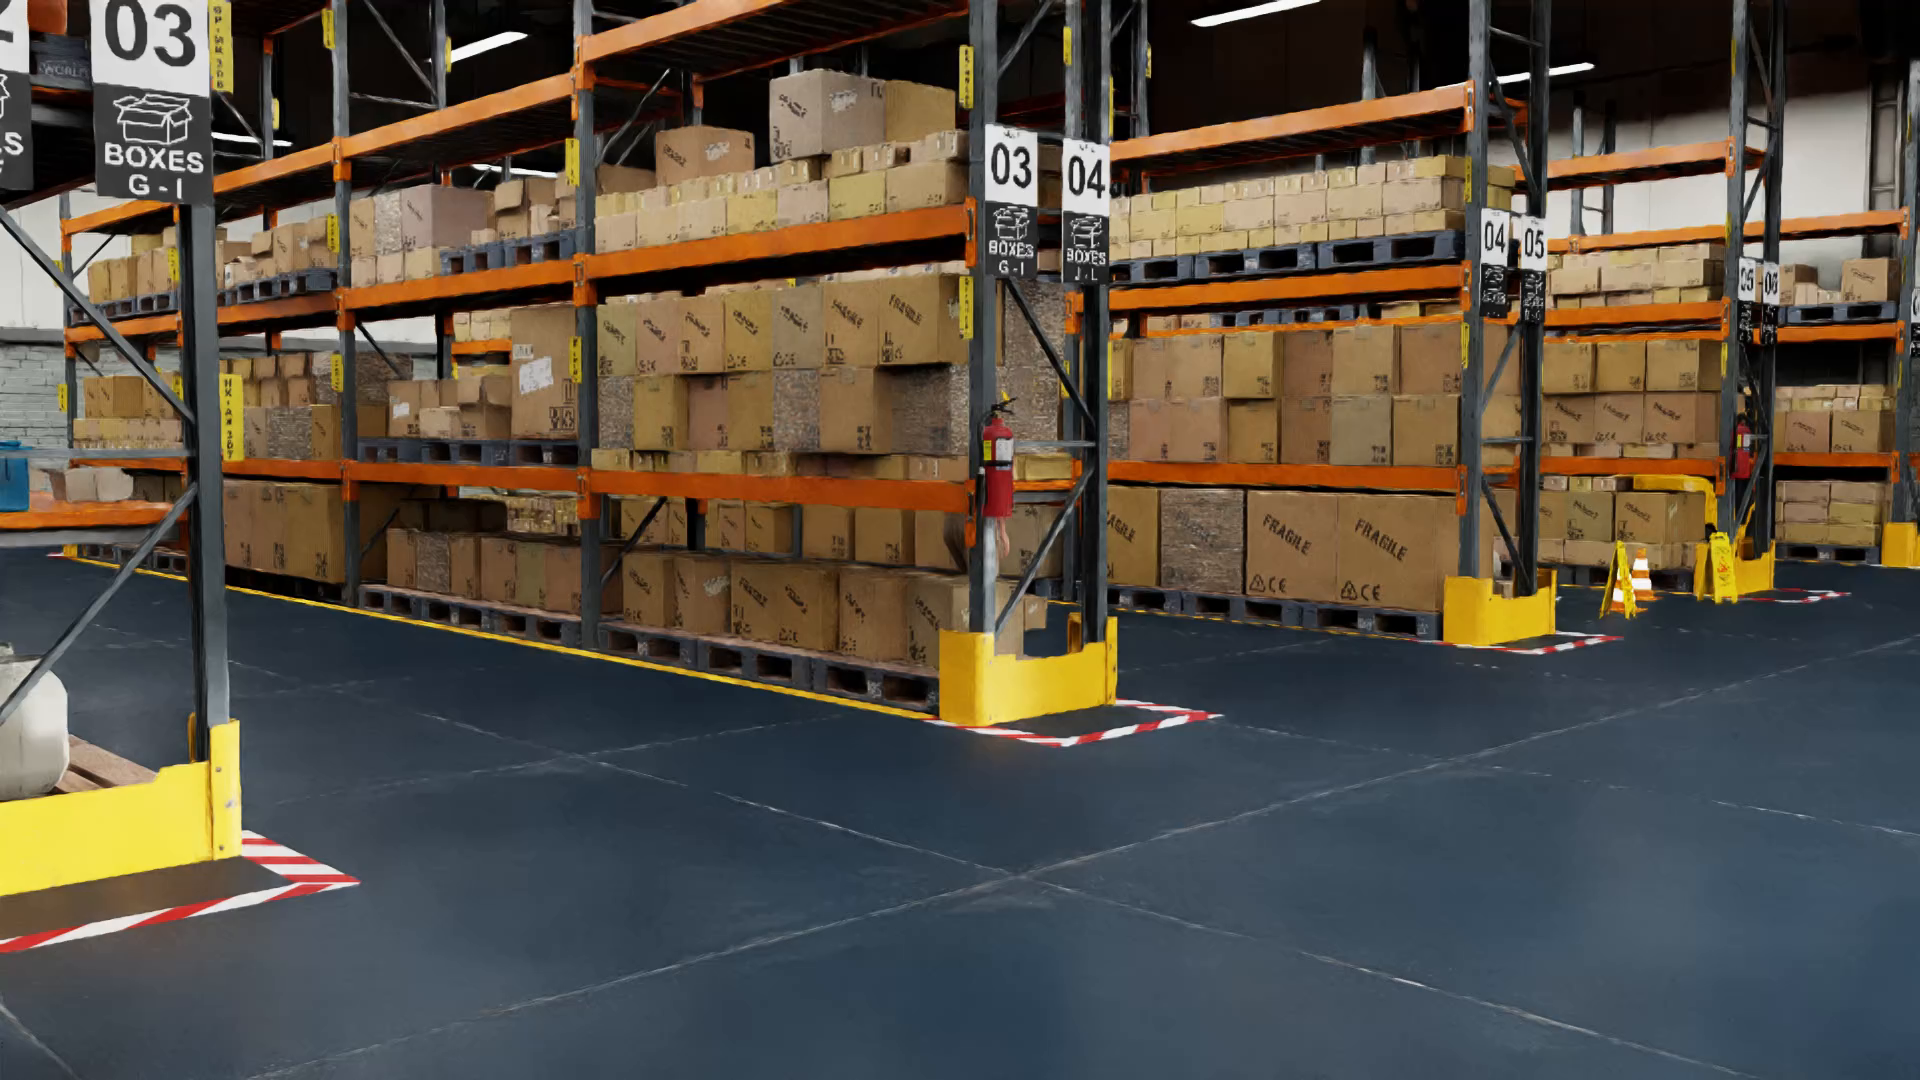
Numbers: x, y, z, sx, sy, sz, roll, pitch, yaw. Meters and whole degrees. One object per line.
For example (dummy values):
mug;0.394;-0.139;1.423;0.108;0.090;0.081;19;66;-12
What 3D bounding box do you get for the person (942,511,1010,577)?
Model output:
person;0.115;-0.089;11.681;0.397;1.625;0.643;-2;5;-32
